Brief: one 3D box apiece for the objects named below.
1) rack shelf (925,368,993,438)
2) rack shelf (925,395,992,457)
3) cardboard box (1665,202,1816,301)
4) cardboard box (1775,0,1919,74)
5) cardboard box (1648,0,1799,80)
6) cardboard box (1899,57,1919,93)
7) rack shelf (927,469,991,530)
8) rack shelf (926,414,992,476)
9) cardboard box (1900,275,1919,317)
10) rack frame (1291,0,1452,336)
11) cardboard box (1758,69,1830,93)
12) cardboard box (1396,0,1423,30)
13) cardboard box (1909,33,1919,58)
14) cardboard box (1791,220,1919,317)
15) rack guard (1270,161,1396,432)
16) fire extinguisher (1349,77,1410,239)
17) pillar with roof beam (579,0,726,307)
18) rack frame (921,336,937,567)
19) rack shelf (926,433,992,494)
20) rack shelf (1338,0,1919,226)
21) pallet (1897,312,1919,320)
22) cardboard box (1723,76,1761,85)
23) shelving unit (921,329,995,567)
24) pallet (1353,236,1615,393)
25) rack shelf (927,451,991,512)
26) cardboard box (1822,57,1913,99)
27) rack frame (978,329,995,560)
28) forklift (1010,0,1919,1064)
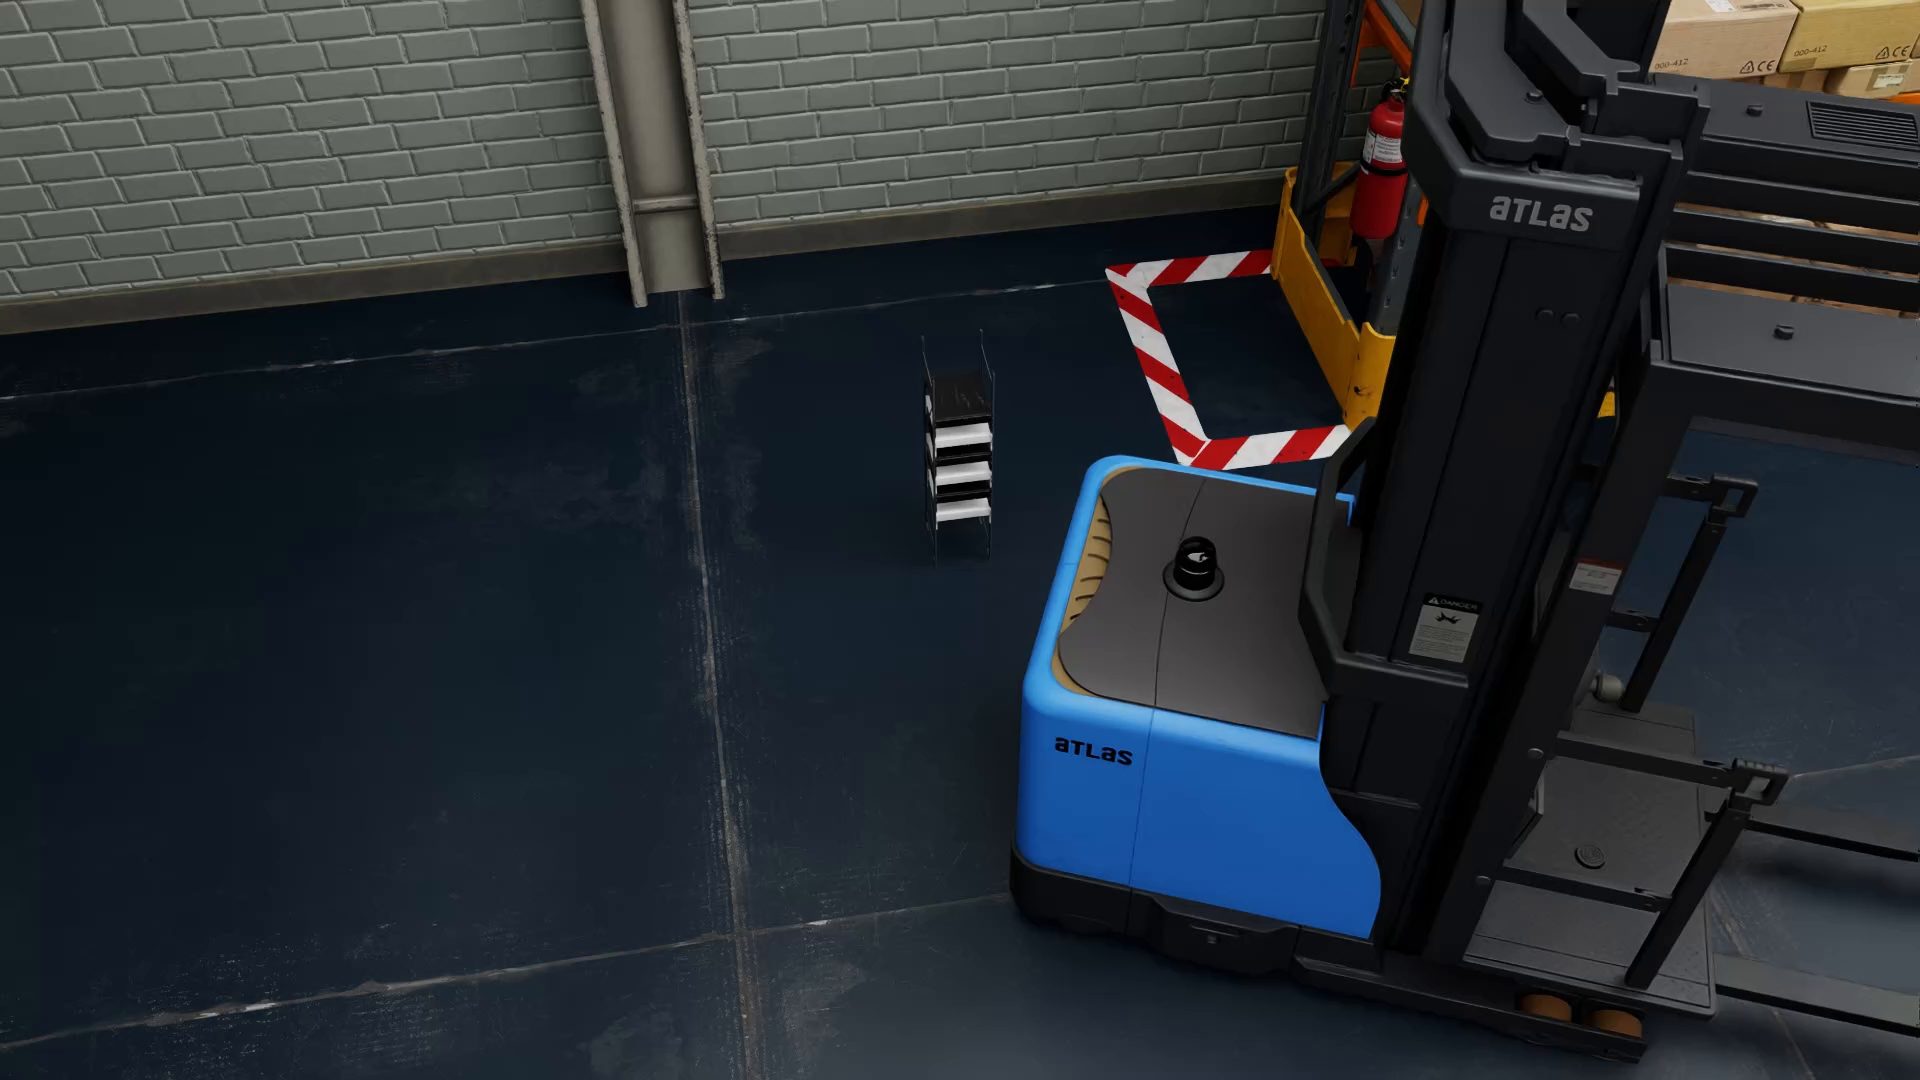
[{"bbox_3d":[-0.008,-0.475,5.755,0.200,0.077,0.258,-7,46,-7],"label":"rack shelf"},{"bbox_3d":[-0.008,-0.413,5.819,0.200,0.077,0.258,-7,46,-7],"label":"rack shelf"},{"bbox_3d":[3.031,-1.239,6.805,0.500,0.500,0.700,-5,46,-5],"label":"cardboard box"},{"bbox_3d":[3.052,-1.918,5.912,0.500,0.250,0.500,-8,47,-8],"label":"cardboard box"},{"bbox_3d":[2.553,-1.853,5.850,0.500,0.250,0.500,-7,46,-6],"label":"cardboard box"},{"bbox_3d":[3.468,-1.804,6.079,0.250,0.149,0.380,-6,46,-6],"label":"cardboard box"},{"bbox_3d":[-0.008,-0.163,6.079,0.200,0.077,0.258,-7,46,-7],"label":"rack shelf"},{"bbox_3d":[-0.008,-0.351,5.884,0.200,0.077,0.258,-7,46,-7],"label":"rack shelf"},{"bbox_3d":[4.054,-1.367,6.928,0.500,0.500,0.700,-9,47,-8],"label":"cardboard box"},{"bbox_3d":[1.563,-1.876,5.974,0.127,3.000,1.000,-7,46,-7],"label":"rack frame"},{"bbox_3d":[2.950,-1.779,6.056,0.250,0.149,0.380,-6,46,-6],"label":"cardboard box"},{"bbox_3d":[1.844,-2.020,6.287,0.250,0.149,0.380,-8,47,-7],"label":"cardboard box"},{"bbox_3d":[3.552,-1.996,5.988,0.500,0.250,0.500,-8,47,-8],"label":"cardboard box"},{"bbox_3d":[3.569,-1.233,6.799,0.500,0.500,0.500,-6,46,-6],"label":"cardboard box"},{"bbox_3d":[1.638,-1.018,6.883,0.348,0.500,1.175,-7,46,-7],"label":"rack guard"},{"bbox_3d":[1.497,-1.373,5.803,0.183,0.674,0.296,-7,46,-7],"label":"fire extinguisher"},{"bbox_3d":[-0.513,-1.211,1.168,0.400,9.000,9.100,-7,46,-7],"label":"pillar with roof beam"},{"bbox_3d":[-0.108,-0.299,5.913,0.006,0.900,0.240,-7,46,-7],"label":"rack frame"},{"bbox_3d":[-0.008,-0.288,5.949,0.200,0.077,0.258,-7,46,-7],"label":"rack shelf"},{"bbox_3d":[3.534,-1.871,6.470,4.000,0.370,1.077,-7,46,-7],"label":"rack shelf"},{"bbox_3d":[3.623,-1.163,7.224,1.213,0.211,1.003,-7,46,-7],"label":"pallet"},{"bbox_3d":[2.689,-1.743,6.020,0.250,0.149,0.380,-6,46,-6],"label":"cardboard box"},{"bbox_3d":[-0.008,-0.311,5.925,0.210,0.900,0.258,-7,46,-7],"label":"shelving unit"},{"bbox_3d":[2.424,-1.016,7.082,1.213,0.211,1.003,-7,46,-7],"label":"pallet"},{"bbox_3d":[-0.008,-0.226,6.014,0.200,0.077,0.258,-7,46,-7],"label":"rack shelf"},{"bbox_3d":[3.212,-1.757,6.034,0.250,0.149,0.380,-8,47,-8],"label":"cardboard box"},{"bbox_3d":[0.092,-0.324,5.937,0.006,0.900,0.240,-7,46,-7],"label":"rack frame"},{"bbox_3d":[1.728,0.060,4.157,3.031,2.935,1.130,11,47,10],"label":"forklift"}]
